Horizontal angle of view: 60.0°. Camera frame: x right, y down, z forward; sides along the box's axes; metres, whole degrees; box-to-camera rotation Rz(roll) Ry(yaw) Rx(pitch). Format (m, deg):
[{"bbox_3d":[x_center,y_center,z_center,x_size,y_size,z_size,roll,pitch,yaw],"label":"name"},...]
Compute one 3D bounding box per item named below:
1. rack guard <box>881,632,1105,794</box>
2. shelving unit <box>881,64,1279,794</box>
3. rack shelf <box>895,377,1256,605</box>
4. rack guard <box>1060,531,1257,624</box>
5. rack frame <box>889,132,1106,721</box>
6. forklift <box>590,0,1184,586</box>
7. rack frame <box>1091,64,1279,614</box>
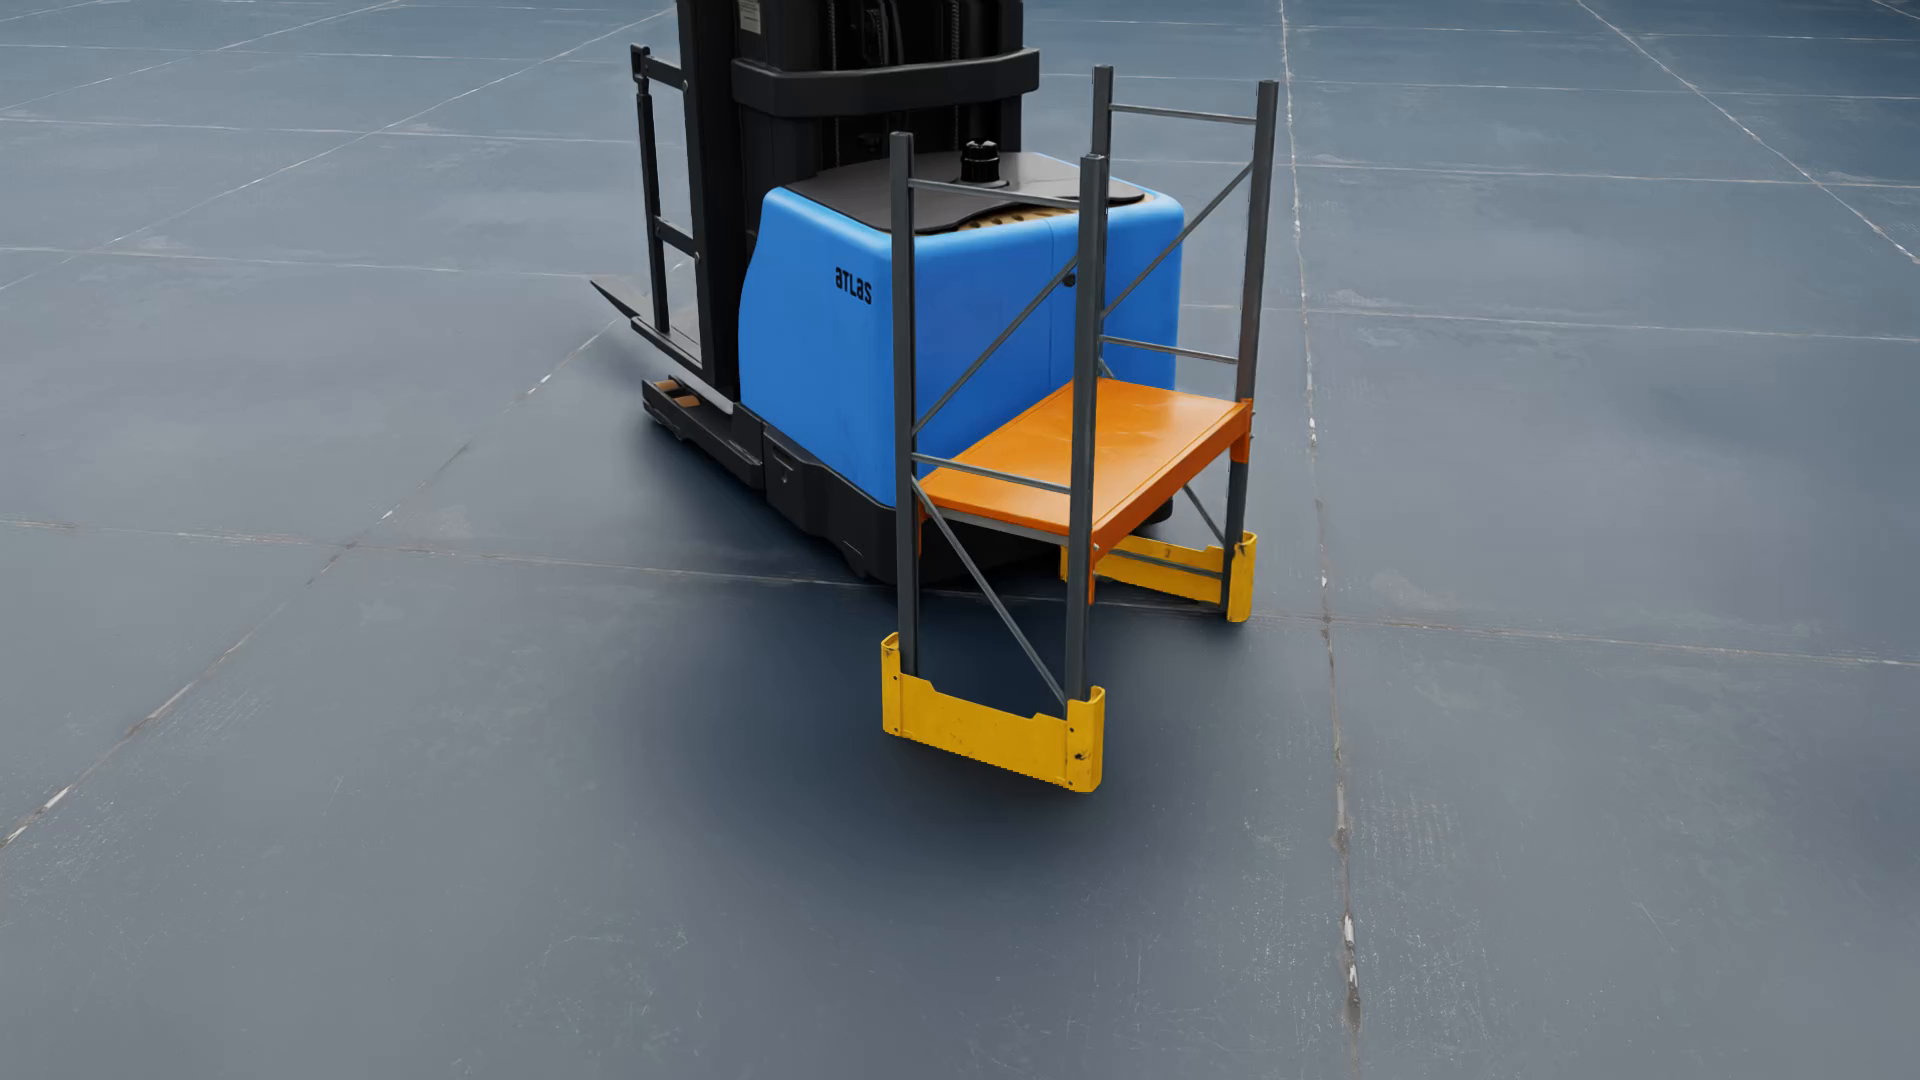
[{"bbox_3d":[0.073,0.418,4.063,0.587,0.250,0.087,14,28,27],"label":"rack guard"},{"bbox_3d":[0.320,-0.331,4.189,0.587,1.500,1.083,14,28,27],"label":"shelving unit"},{"bbox_3d":[0.325,-0.172,4.272,0.538,0.185,1.000,14,28,27],"label":"rack shelf"},{"bbox_3d":[0.568,0.051,4.845,0.587,0.250,0.087,14,28,27],"label":"rack guard"},{"bbox_3d":[0.072,-0.148,3.797,0.500,1.500,0.032,14,28,27],"label":"rack frame"},{"bbox_3d":[-0.518,-1.775,5.584,1.130,2.935,3.031,-14,29,-28],"label":"forklift"},{"bbox_3d":[0.578,-0.522,4.596,0.500,1.500,0.032,14,28,27],"label":"rack frame"}]
